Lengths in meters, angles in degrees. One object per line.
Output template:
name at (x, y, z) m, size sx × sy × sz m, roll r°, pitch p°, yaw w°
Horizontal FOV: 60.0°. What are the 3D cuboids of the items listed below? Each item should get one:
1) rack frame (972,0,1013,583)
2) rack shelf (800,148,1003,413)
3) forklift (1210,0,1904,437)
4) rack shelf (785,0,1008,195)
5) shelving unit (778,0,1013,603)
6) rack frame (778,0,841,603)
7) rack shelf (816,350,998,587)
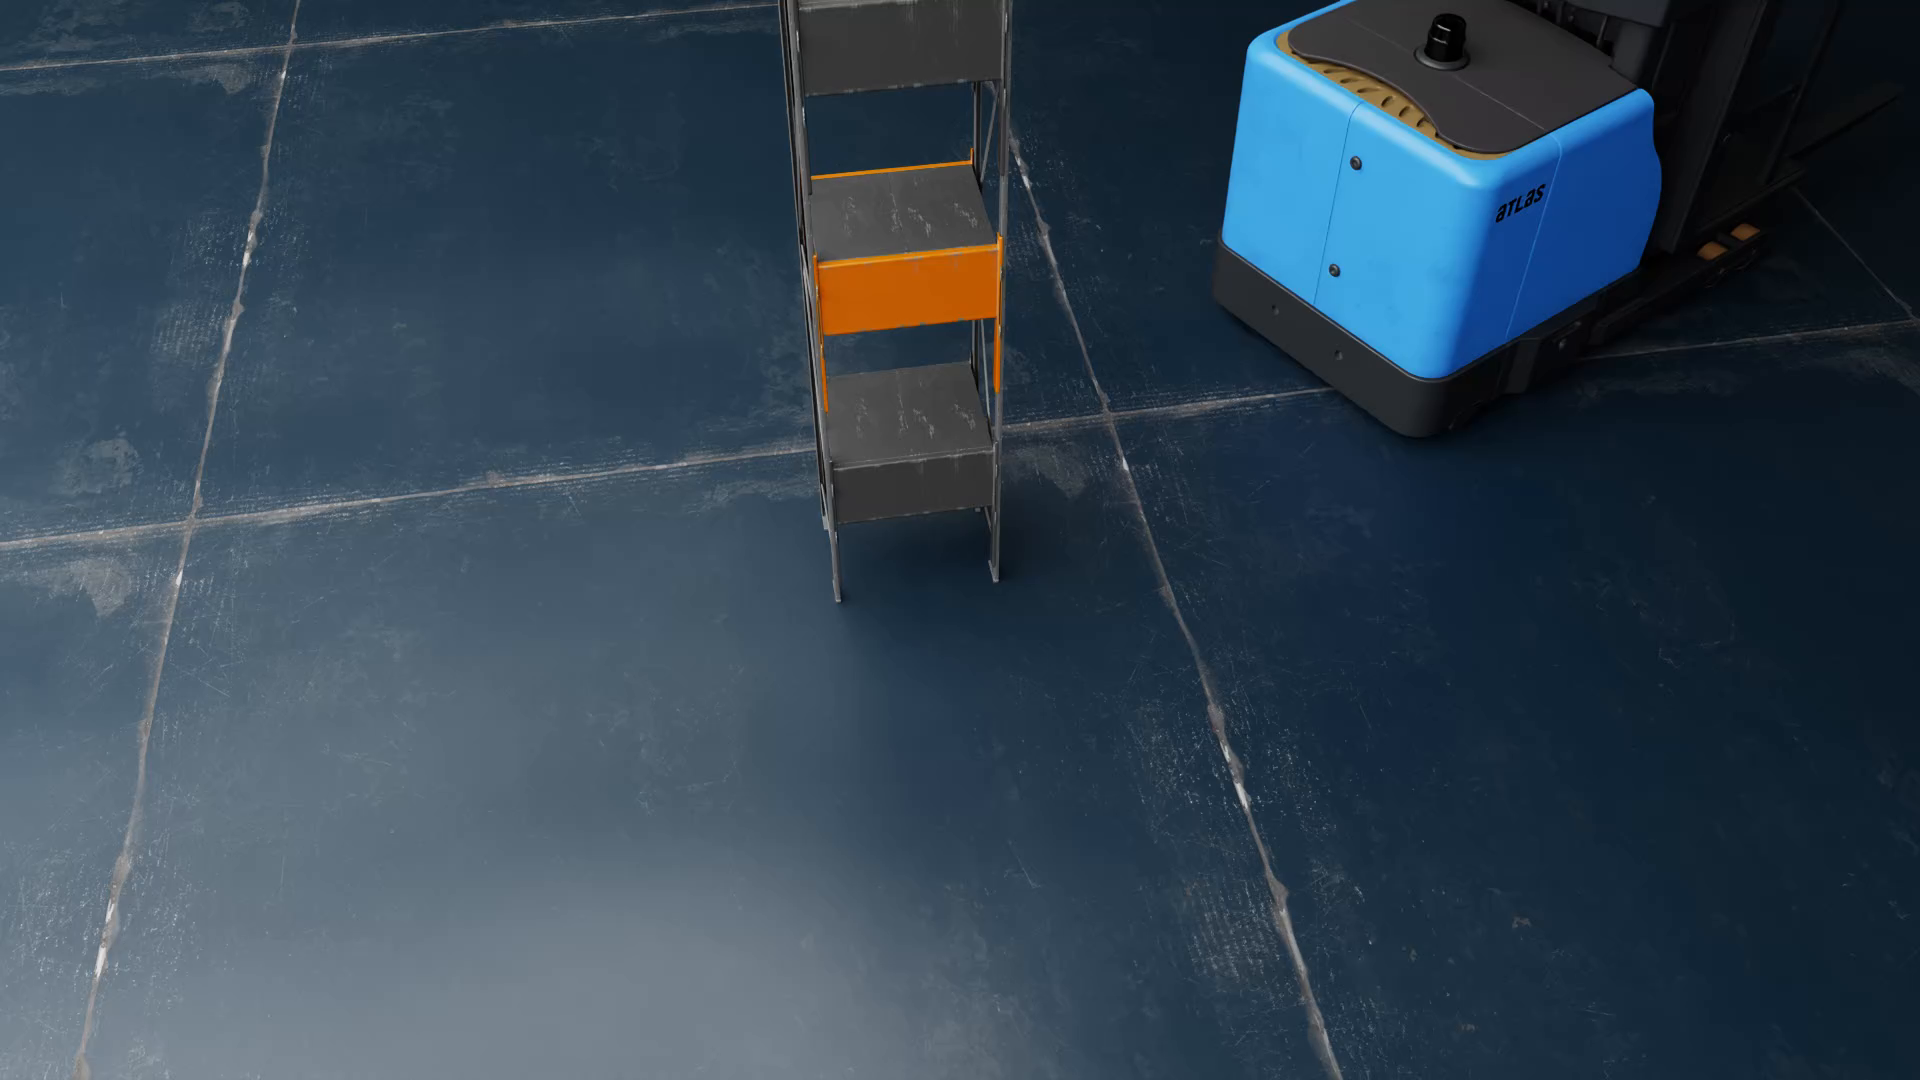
rack frame at (0.077, -0.738, 4.503) m, size 0.015 × 2.100 × 0.400 m, roll -7°, pitch 46°, yaw -7°
rack shelf at (-0.163, -0.699, 4.484) m, size 0.480 × 0.518 × 0.431 m, roll -7°, pitch 46°, yaw -7°
forklift at (2.390, -2.228, 5.361) m, size 3.031 × 2.935 × 1.130 m, roll -28°, pitch 52°, yaw -24°
rack shelf at (-0.163, -1.184, 3.980) m, size 0.480 × 0.518 × 0.431 m, roll -7°, pitch 46°, yaw -7°
shelving unit at (-0.163, -0.708, 4.474) m, size 0.503 × 2.100 × 0.431 m, roll -7°, pitch 46°, yaw -7°
rack frame at (-0.404, -0.678, 4.445) m, size 0.015 × 2.100 × 0.400 m, roll -7°, pitch 46°, yaw -7°
rack shelf at (-0.163, -0.213, 4.988) m, size 0.480 × 0.518 × 0.431 m, roll -7°, pitch 46°, yaw -7°
